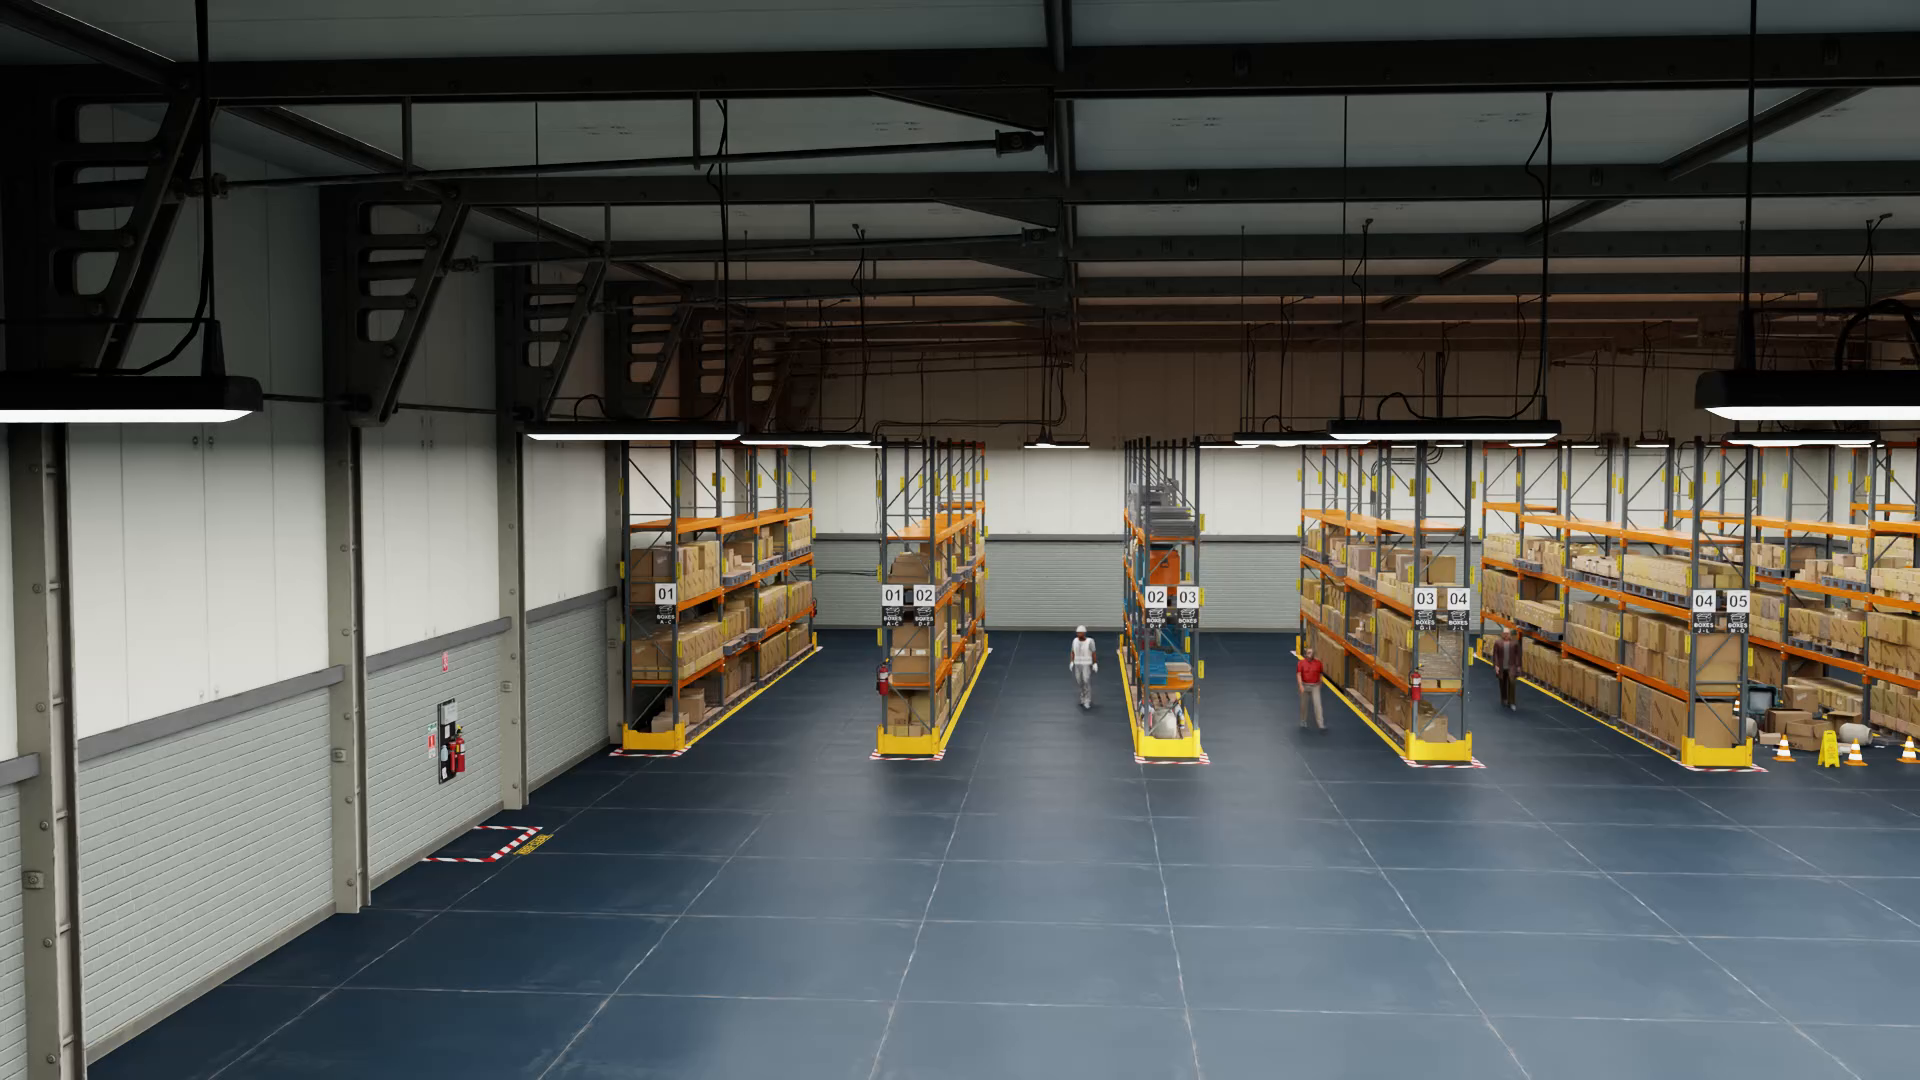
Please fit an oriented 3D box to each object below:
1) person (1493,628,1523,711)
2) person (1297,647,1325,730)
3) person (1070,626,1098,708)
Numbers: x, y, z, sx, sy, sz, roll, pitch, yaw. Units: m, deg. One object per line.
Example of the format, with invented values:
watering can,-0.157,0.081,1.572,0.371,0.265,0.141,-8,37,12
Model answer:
person,12.200,2.868,37.085,0.622,1.804,0.868,2,3,26
person,7.179,3.044,34.035,0.566,1.672,1.059,1,3,11
person,2.731,2.833,37.394,0.644,1.788,0.642,2,4,33
